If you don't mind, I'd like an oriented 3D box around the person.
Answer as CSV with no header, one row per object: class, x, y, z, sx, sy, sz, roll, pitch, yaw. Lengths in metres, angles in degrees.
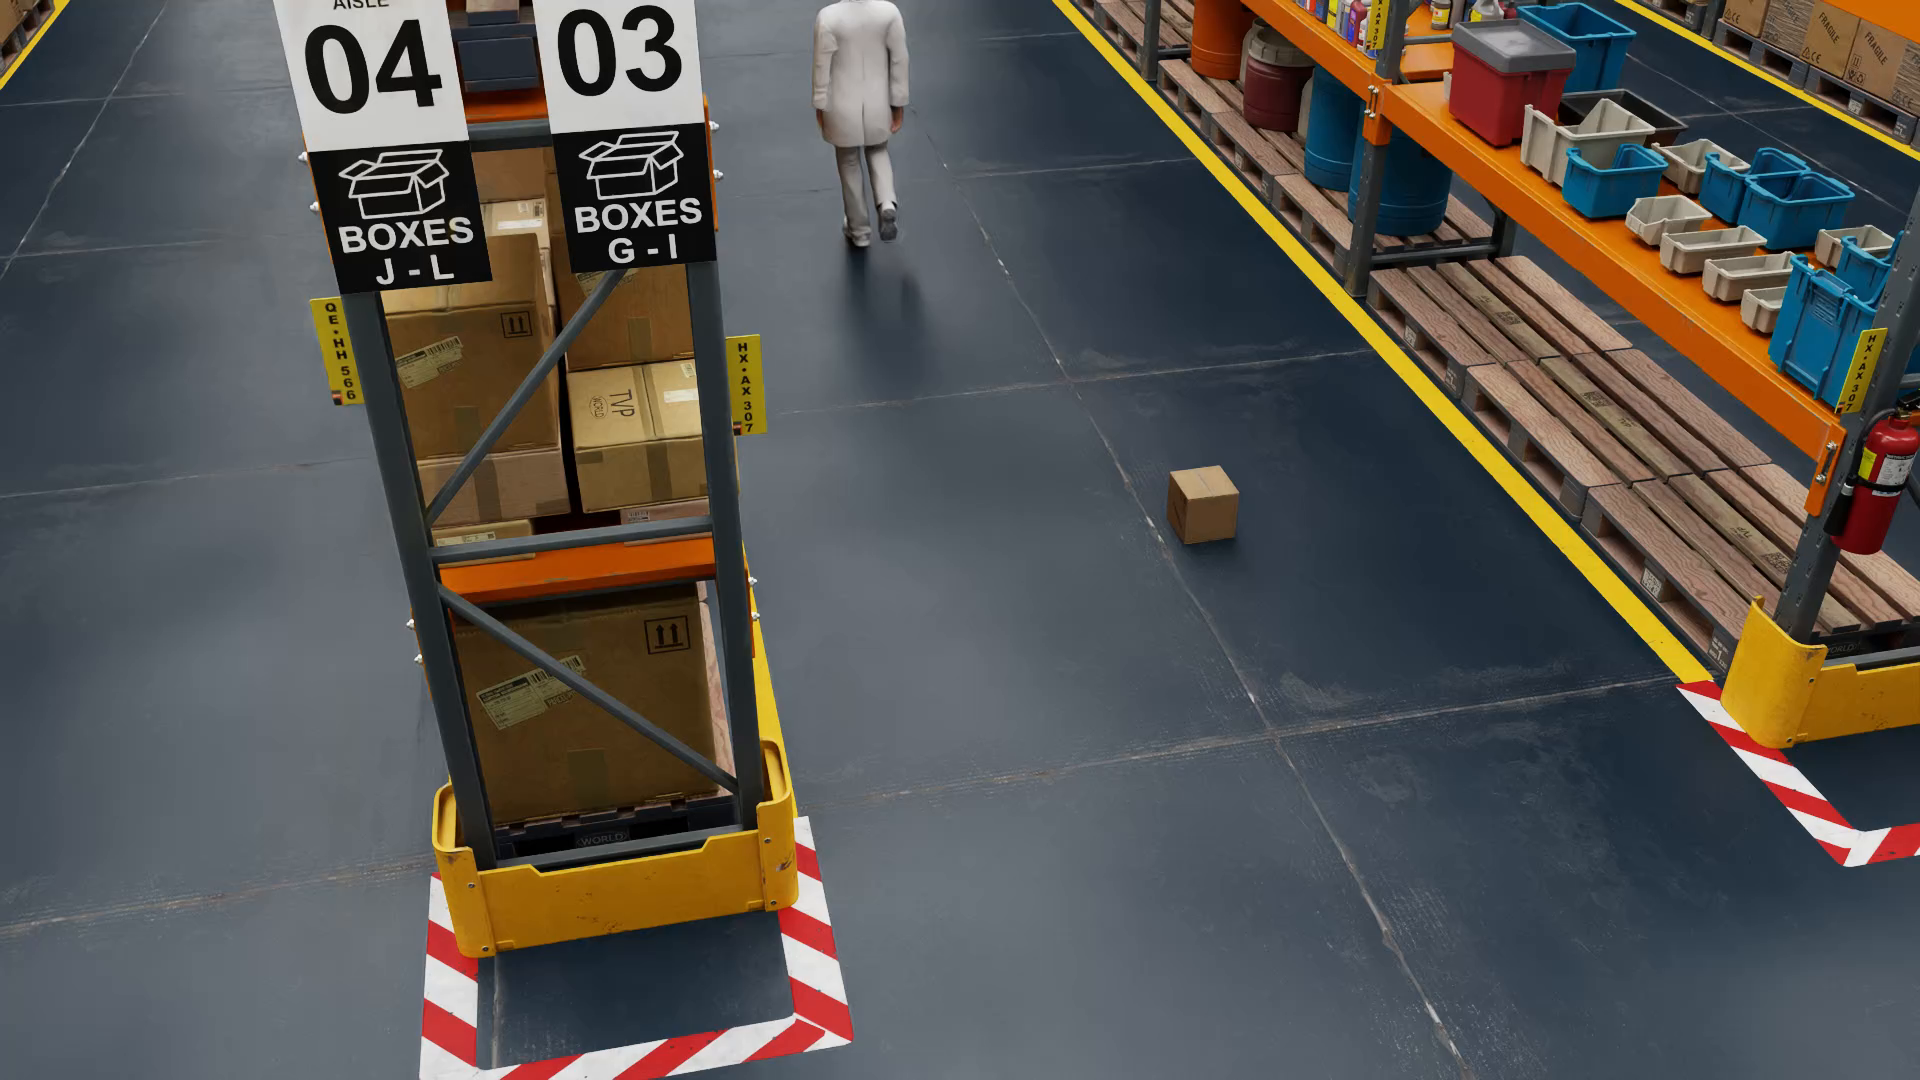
person,-0.602,-2.632,10.030,0.572,1.764,0.566,-10,35,-15
